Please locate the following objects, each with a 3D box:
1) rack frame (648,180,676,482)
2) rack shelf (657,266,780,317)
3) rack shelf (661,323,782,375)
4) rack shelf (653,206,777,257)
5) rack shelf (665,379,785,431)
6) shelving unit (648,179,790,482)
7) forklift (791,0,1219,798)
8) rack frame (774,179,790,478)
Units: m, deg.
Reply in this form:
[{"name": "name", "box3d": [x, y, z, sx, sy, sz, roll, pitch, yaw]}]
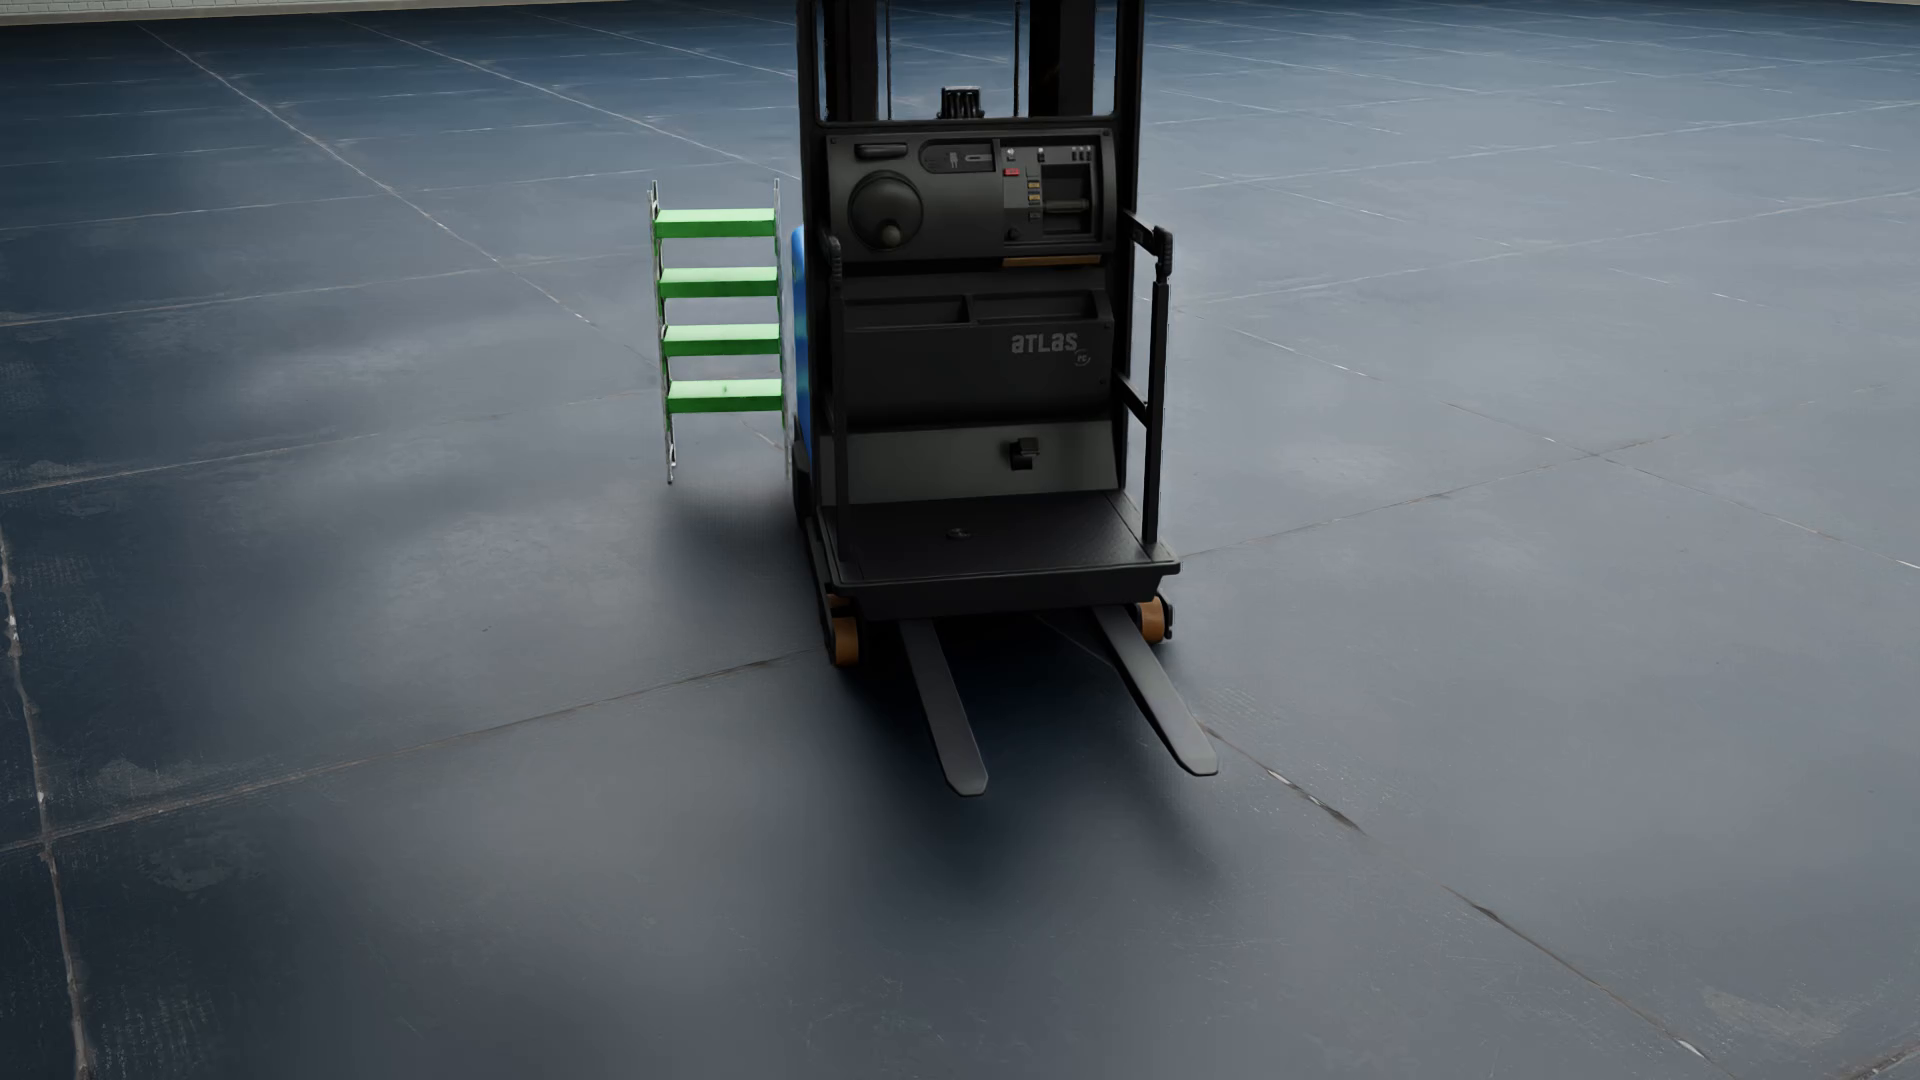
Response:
[{"name": "rack frame", "box3d": [-1.216, -0.843, 6.792, 0.015, 1.200, 0.240, -2, 22, -4]}, {"name": "rack shelf", "box3d": [-0.973, -1.014, 6.745, 0.480, 0.148, 0.258, -2, 22, -4]}, {"name": "rack shelf", "box3d": [-0.973, -0.792, 6.836, 0.480, 0.148, 0.258, -2, 22, -4]}, {"name": "rack shelf", "box3d": [-0.973, -1.236, 6.655, 0.480, 0.148, 0.258, -2, 22, -4]}, {"name": "rack shelf", "box3d": [-0.973, -0.569, 6.926, 0.480, 0.148, 0.258, -2, 22, -4]}, {"name": "shelving unit", "box3d": [-0.973, -0.851, 6.812, 0.503, 1.200, 0.258, -2, 22, -4]}, {"name": "forklift", "box3d": [0.079, -1.096, 5.115, 1.130, 2.935, 3.031, -4, 22, -9]}, {"name": "rack frame", "box3d": [-0.730, -0.859, 6.831, 0.015, 1.200, 0.240, -2, 22, -4]}]
